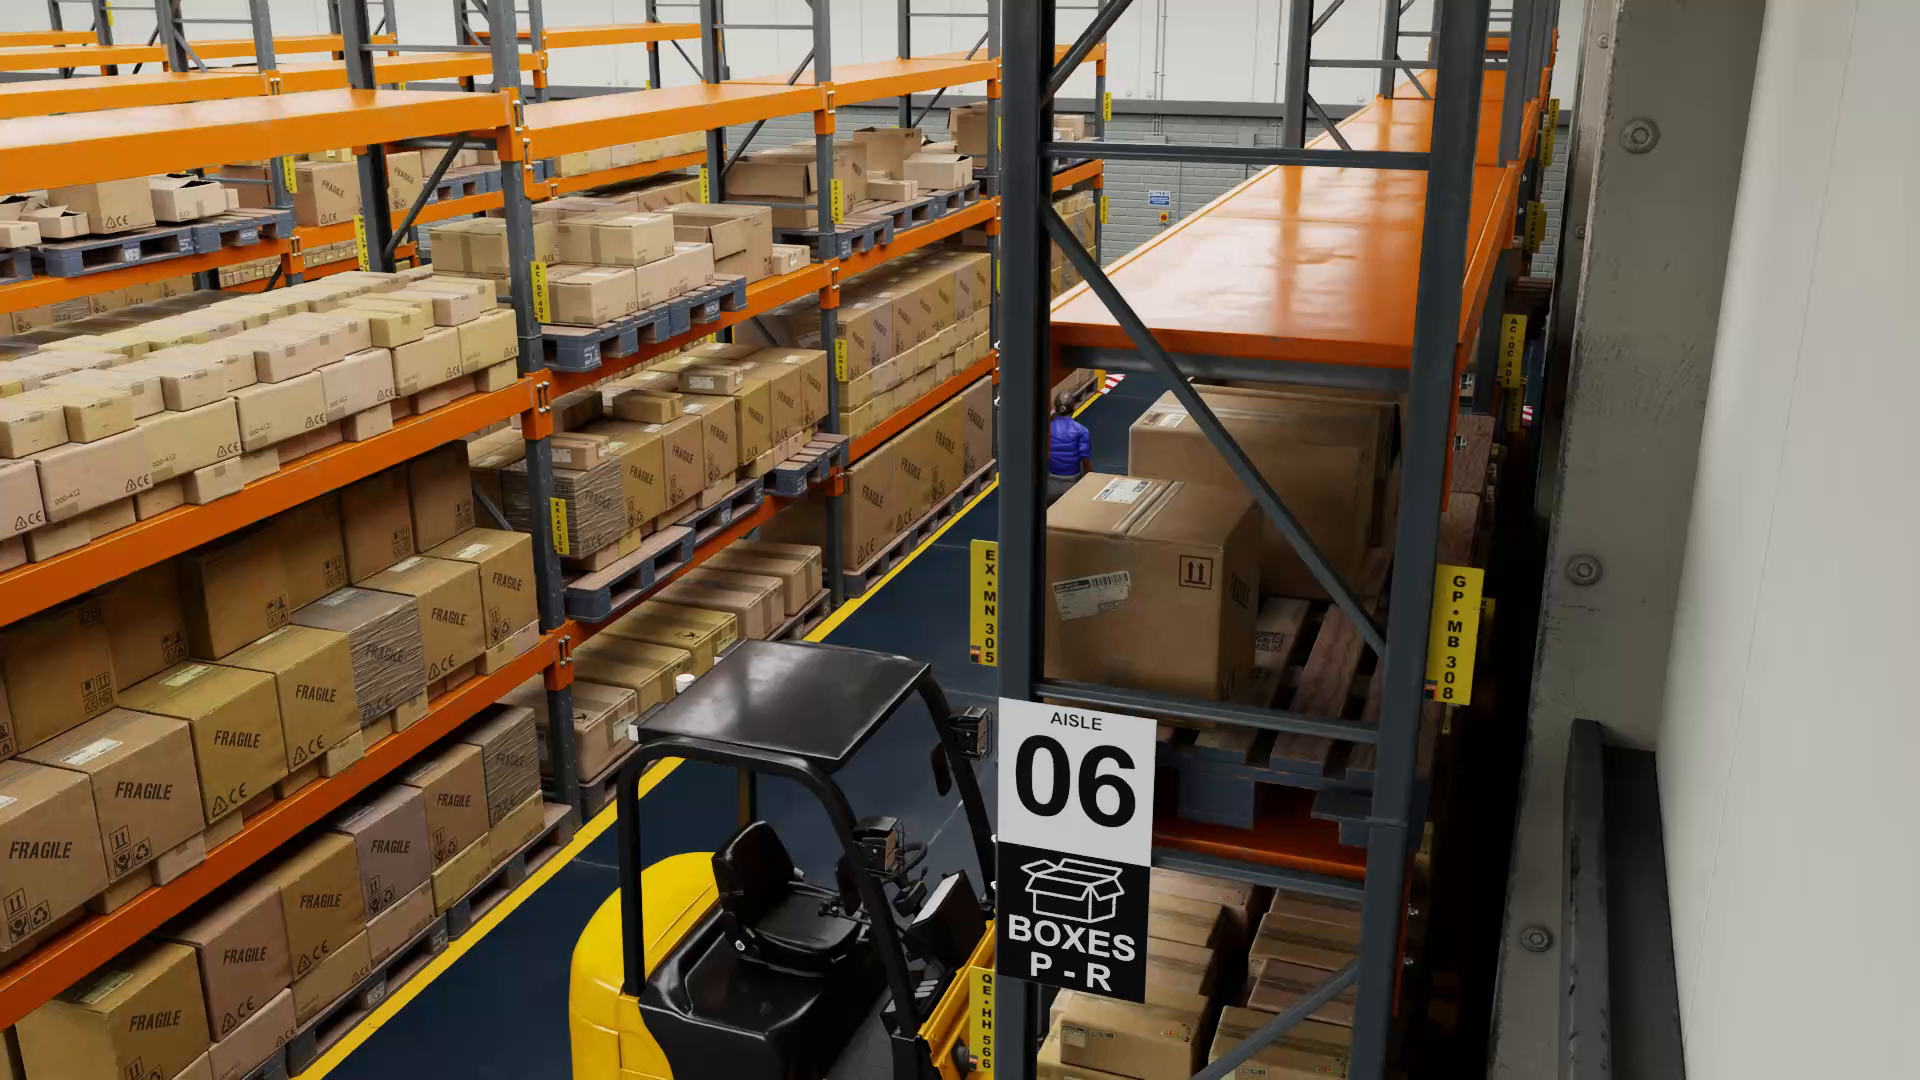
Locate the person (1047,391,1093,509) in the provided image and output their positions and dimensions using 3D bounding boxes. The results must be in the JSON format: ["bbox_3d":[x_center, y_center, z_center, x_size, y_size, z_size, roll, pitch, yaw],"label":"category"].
[{"bbox_3d":[0.879,-0.412,13.782,0.524,1.653,0.352,5,19,15],"label":"person"}]
